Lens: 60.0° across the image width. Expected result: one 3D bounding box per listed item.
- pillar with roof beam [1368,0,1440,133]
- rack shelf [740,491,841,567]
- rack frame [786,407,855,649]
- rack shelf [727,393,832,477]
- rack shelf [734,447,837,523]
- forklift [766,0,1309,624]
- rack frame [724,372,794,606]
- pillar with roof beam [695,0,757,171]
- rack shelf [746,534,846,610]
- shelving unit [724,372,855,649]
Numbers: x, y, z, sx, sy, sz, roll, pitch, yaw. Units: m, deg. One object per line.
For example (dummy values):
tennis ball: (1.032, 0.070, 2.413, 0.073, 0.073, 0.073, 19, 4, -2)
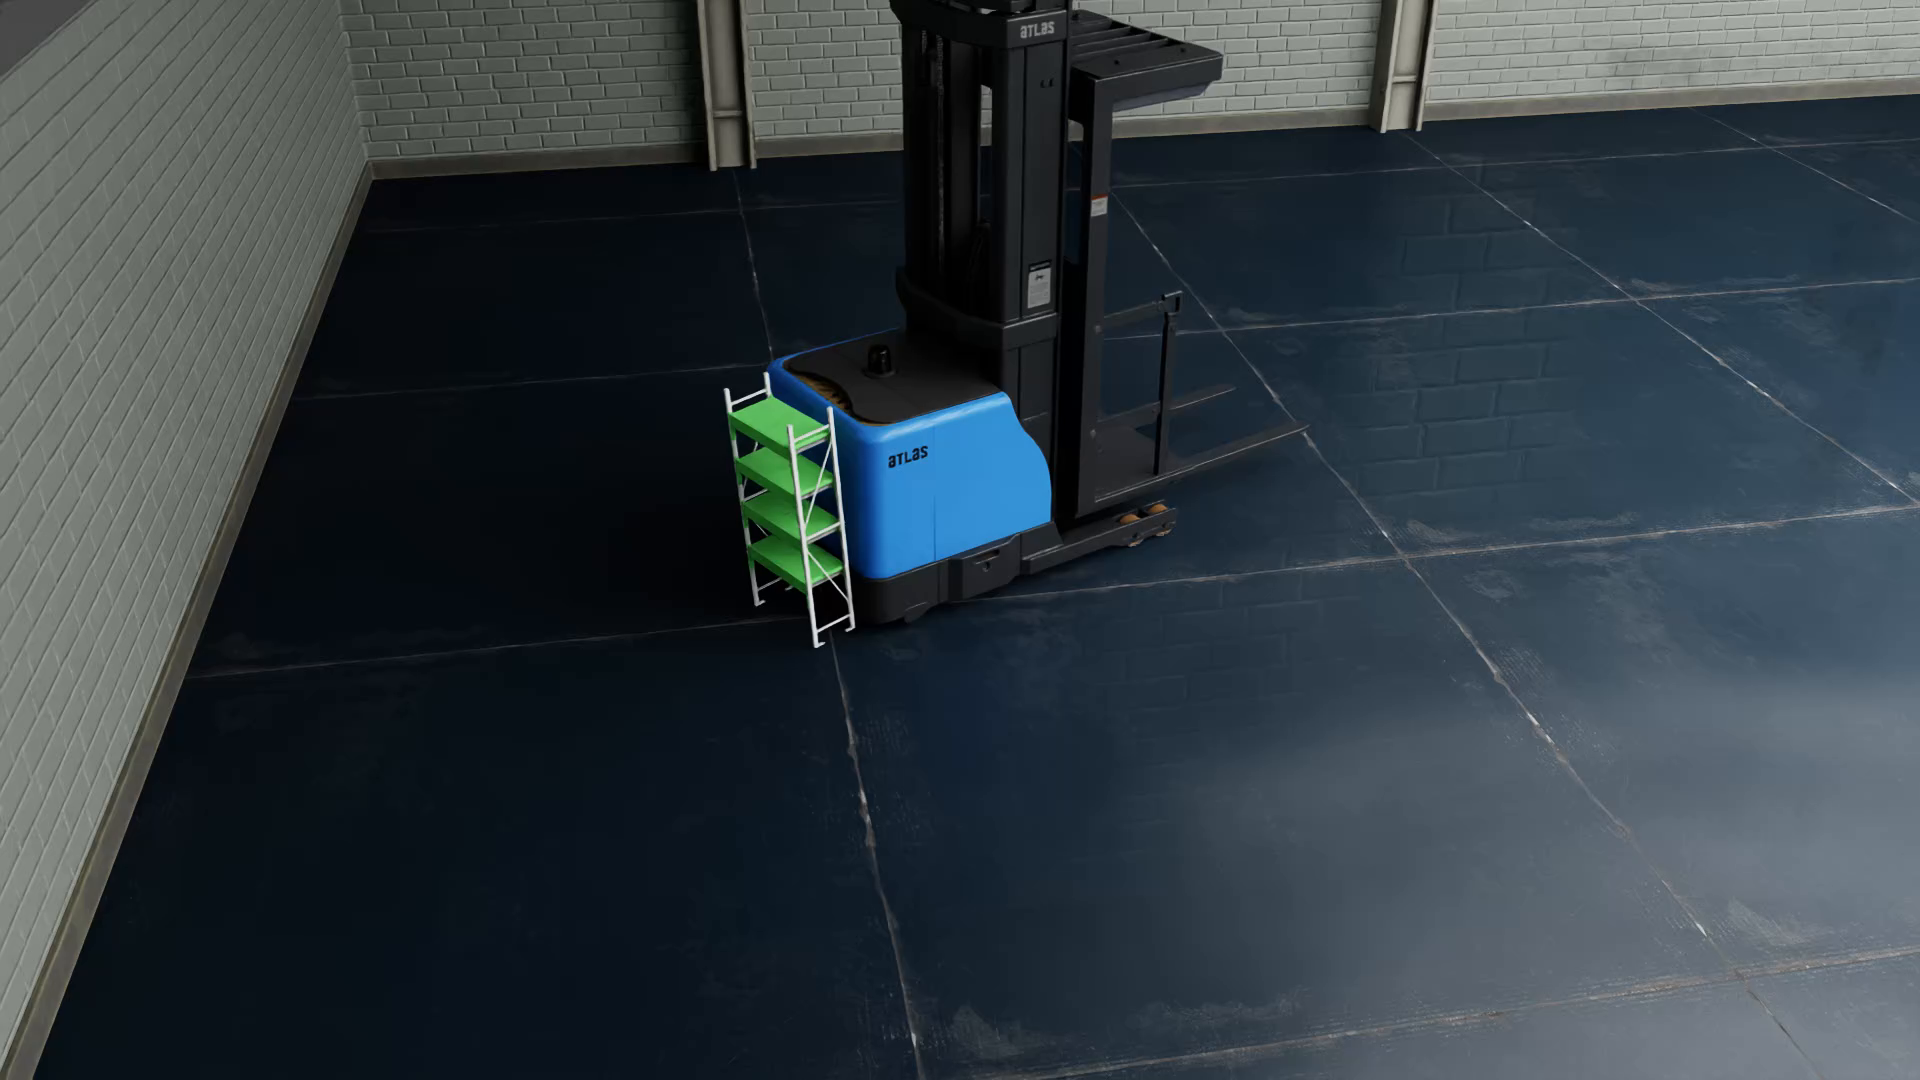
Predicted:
pillar with roof beam: (4.729, -5.495, 9.218, 0.400, 9.000, 9.100, -5, 31, -9)
rack shelf: (-0.786, -0.078, 7.808, 0.258, 0.148, 0.480, -27, 40, -32)
rack frame: (-0.630, -0.038, 7.614, 0.240, 1.200, 0.015, -27, 40, -32)
rack shelf: (-0.810, -0.480, 7.548, 0.258, 0.148, 0.480, -27, 40, -32)
rack shelf: (-0.798, -0.279, 7.678, 0.258, 0.148, 0.480, -27, 40, -32)
forklift: (0.541, -1.431, 8.292, 3.031, 2.935, 1.130, -19, 35, -29)
rack frame: (-0.948, -0.225, 7.933, 0.240, 1.200, 0.015, -27, 40, -32)
pillar with roof beam: (-1.173, -4.948, 8.286, 0.400, 9.000, 9.100, -5, 31, -9)
rack shelf: (-0.773, 0.123, 7.939, 0.258, 0.148, 0.480, -27, 40, -32)
shelving unit: (-0.789, -0.131, 7.774, 0.258, 1.200, 0.503, -27, 40, -32)
